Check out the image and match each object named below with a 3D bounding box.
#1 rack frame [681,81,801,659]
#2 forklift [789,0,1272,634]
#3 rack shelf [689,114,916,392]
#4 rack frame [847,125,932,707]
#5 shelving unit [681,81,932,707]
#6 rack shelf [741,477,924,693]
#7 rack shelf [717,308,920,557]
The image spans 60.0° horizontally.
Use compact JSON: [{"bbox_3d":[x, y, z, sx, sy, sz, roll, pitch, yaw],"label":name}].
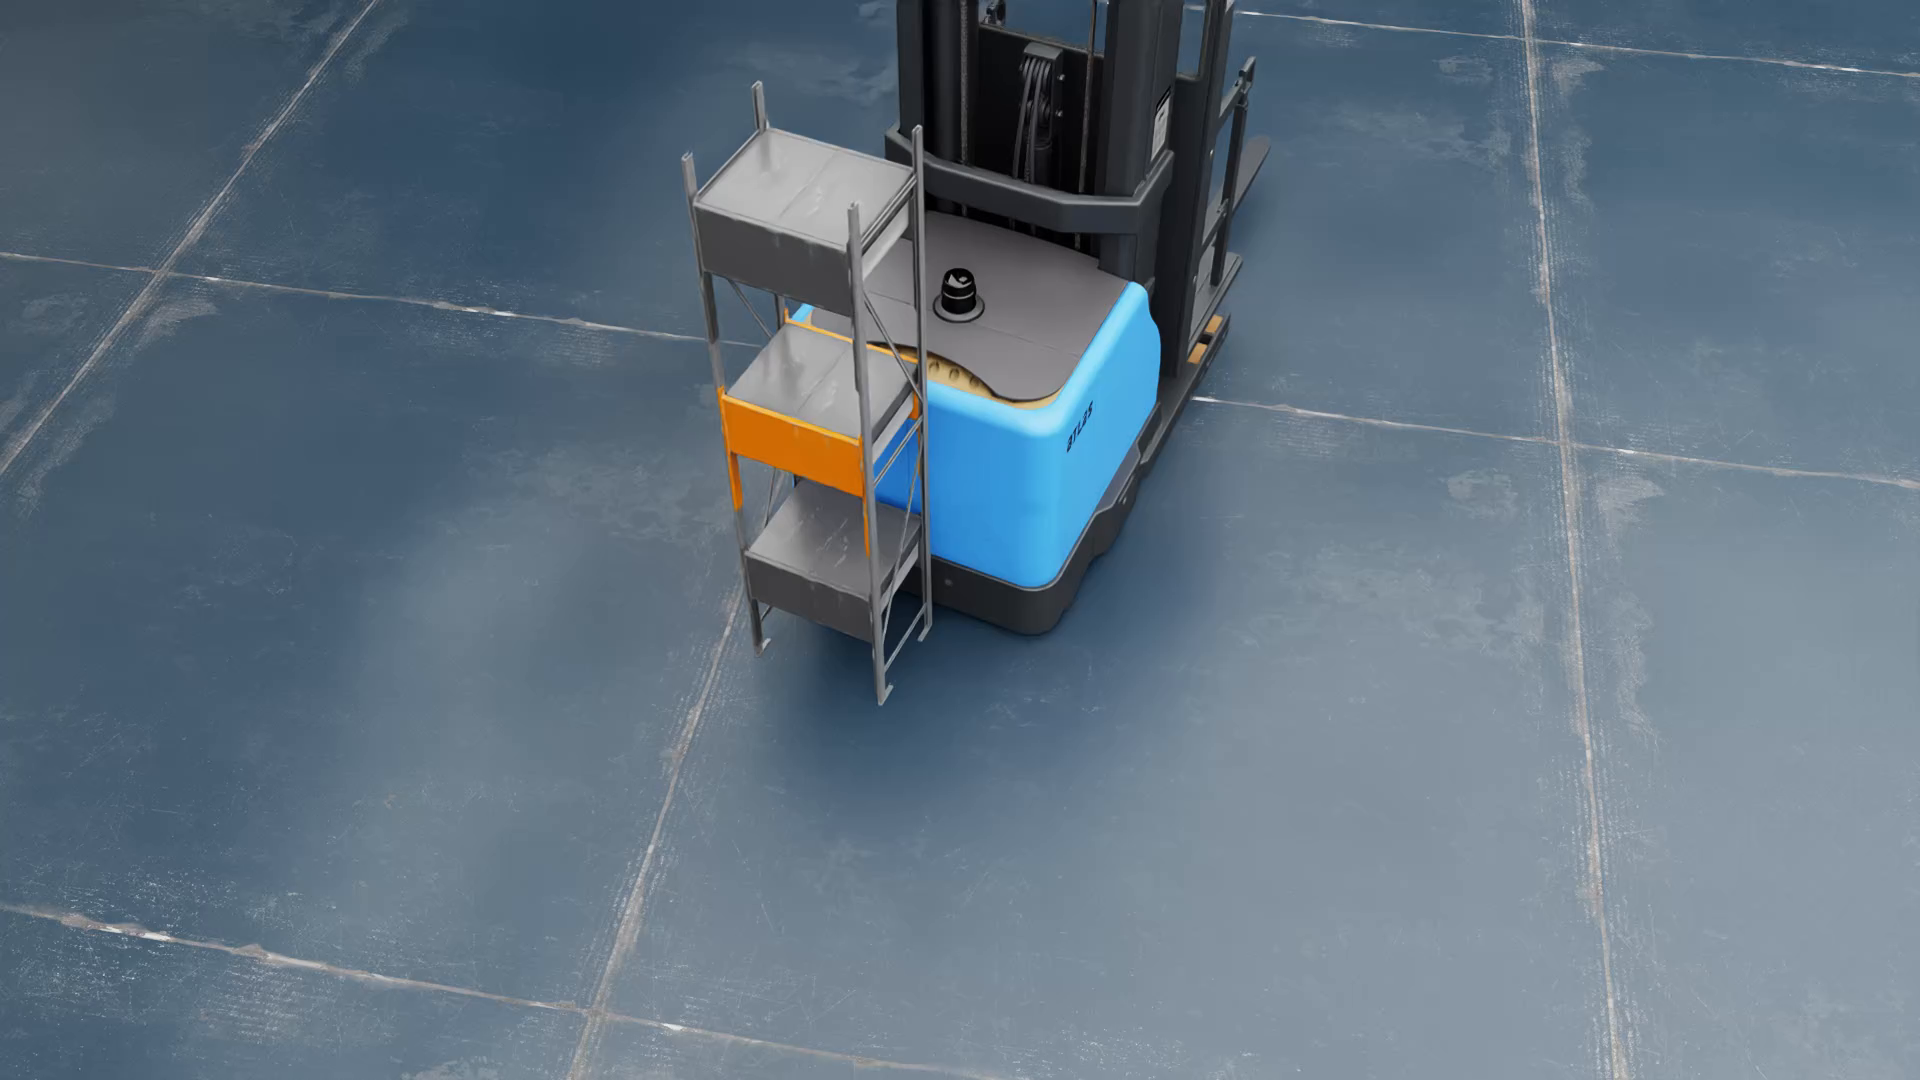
[{"bbox_3d":[-0.633,-0.419,5.215,0.015,2.100,0.400,19,51,17],"label":"rack frame"},{"bbox_3d":[0.473,-1.757,5.859,1.130,2.935,3.031,19,51,17],"label":"forklift"},{"bbox_3d":[-0.412,-0.801,4.635,0.480,0.518,0.431,19,51,17],"label":"rack shelf"},{"bbox_3d":[-0.192,-0.264,5.076,0.015,2.100,0.400,19,51,17],"label":"rack frame"},{"bbox_3d":[-0.412,-0.342,5.146,0.503,2.100,0.431,19,51,17],"label":"shelving unit"},{"bbox_3d":[-0.412,0.135,5.676,0.480,0.518,0.431,19,51,17],"label":"rack shelf"},{"bbox_3d":[-0.412,-0.333,5.156,0.480,0.518,0.431,19,51,17],"label":"rack shelf"}]
